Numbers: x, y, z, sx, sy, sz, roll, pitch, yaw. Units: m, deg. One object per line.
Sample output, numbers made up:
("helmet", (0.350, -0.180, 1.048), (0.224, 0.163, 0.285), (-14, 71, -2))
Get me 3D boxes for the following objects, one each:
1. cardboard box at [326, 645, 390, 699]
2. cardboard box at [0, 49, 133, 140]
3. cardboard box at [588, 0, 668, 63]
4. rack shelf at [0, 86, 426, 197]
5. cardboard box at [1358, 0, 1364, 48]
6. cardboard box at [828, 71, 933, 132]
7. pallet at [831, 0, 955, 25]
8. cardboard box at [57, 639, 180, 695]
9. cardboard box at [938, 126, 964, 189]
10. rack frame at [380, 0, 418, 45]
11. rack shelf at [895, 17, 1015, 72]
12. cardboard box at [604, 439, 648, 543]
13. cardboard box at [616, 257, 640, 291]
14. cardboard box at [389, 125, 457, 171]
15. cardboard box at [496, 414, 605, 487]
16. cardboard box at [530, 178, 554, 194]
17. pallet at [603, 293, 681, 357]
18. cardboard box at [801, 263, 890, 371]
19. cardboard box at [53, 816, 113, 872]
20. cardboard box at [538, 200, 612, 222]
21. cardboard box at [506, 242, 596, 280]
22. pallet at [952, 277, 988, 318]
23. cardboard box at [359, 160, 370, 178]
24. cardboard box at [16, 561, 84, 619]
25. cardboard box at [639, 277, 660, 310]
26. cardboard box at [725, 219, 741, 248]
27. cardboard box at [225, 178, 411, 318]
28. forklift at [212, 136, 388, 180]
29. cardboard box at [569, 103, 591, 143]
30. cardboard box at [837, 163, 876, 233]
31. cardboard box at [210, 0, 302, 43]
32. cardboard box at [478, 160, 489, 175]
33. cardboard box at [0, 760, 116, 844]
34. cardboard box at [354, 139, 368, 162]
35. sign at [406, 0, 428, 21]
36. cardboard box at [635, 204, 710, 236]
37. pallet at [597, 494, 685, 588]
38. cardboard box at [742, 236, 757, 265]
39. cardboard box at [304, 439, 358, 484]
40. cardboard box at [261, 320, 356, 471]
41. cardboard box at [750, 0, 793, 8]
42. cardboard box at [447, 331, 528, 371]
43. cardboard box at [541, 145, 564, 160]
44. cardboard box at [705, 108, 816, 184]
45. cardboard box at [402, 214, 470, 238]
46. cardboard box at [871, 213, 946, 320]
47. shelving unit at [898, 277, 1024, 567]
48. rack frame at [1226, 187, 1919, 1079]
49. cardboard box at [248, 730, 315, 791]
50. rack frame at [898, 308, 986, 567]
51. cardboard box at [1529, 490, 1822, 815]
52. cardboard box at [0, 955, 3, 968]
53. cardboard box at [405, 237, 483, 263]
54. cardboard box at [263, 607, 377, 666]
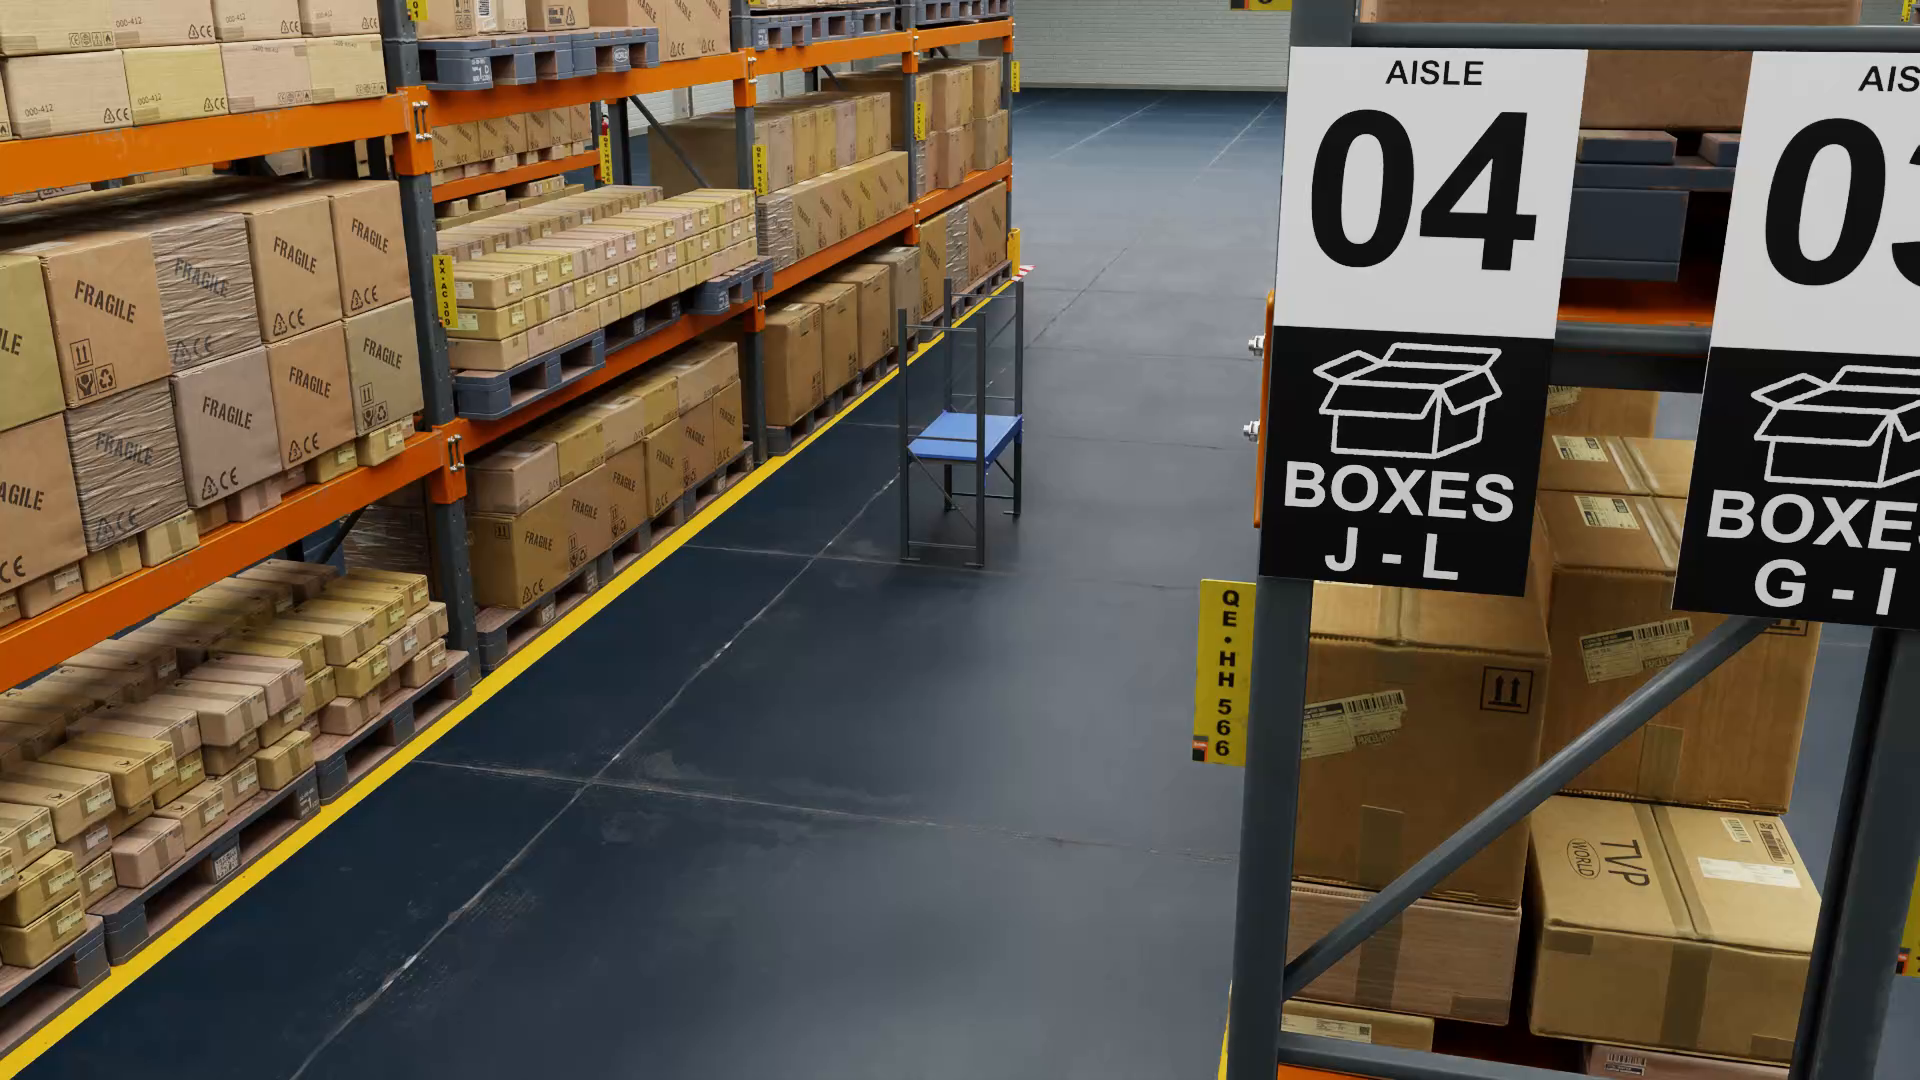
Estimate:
("cardboard box", (-2.716, 0.557, 7.218), (0.380, 0.149, 0.250), (4, 19, 11))
("cardboard box", (-3.082, -1.451, 5.388), (0.500, 0.250, 0.500), (5, 19, 13))
("cardboard box", (-1.996, -2.955, 9.404), (0.500, 0.500, 0.500), (5, 19, 13))
("rack shelf", (-3.334, -1.200, 5.533), (1.077, 0.370, 4.000), (5, 19, 13))
("cardboard box", (1.406, -1.467, 4.241), (0.700, 0.500, 0.500), (6, 20, 16))
("cardboard box", (-0.745, -4.132, 15.742), (0.875, 0.550, 0.550), (5, 19, 13))
("pallet", (-0.680, -4.889, 15.356), (1.003, 0.211, 1.213), (5, 19, 13))
("cardboard box", (-3.452, 0.534, 6.824), (0.380, 0.149, 0.250), (5, 20, 15))
("cardboard box", (-0.453, -3.777, 16.374), (0.875, 0.550, 0.550), (5, 19, 13))
("rack frame", (-2.845, -3.587, 6.767), (1.000, 3.000, 0.127), (5, 19, 13))
("rack shelf", (-0.402, -4.961, 16.545), (1.077, 0.370, 4.000), (5, 19, 13))
("cardboard box", (-2.165, -0.306, 9.660), (0.500, 0.500, 0.500), (5, 19, 14))
("cardboard box", (-1.987, -1.468, 9.122), (0.380, 0.149, 0.250), (4, 19, 12))
("cardboard box", (-5.337, -3.919, 16.405), (0.500, 0.500, 0.500), (5, 19, 13))
("cardboard box", (-2.280, -0.497, 9.058), (0.500, 0.250, 0.500), (5, 20, 15))
("cardboard box", (-4.770, -3.957, 18.573), (0.380, 0.149, 0.250), (5, 19, 14))
("pallet", (-2.312, -1.287, 9.613), (1.003, 0.211, 1.213), (5, 19, 13))
("cardboard box", (-1.194, -1.886, 13.899), (1.050, 0.750, 0.750), (5, 19, 13))
("cardboard box", (-3.209, 1.044, 5.792), (0.380, 0.149, 0.250), (4, 19, 11))
("cardboard box", (-2.361, -1.990, 10.191), (0.380, 0.149, 0.250), (4, 19, 11))
("cardboard box", (-2.112, -1.443, 8.589), (0.380, 0.149, 0.250), (4, 19, 13))
("pallet", (-0.333, -2.552, 17.332), (1.003, 0.211, 1.213), (5, 19, 13))
("cardboard box", (-5.655, -3.430, 15.329), (0.380, 0.149, 0.250), (4, 19, 12))
("cardboard box", (-3.177, 0.135, 5.539), (0.380, 0.149, 0.250), (4, 19, 12))
("cardboard box", (-1.924, -1.404, 9.395), (0.380, 0.149, 0.250), (4, 19, 11))
("cardboard box", (-1.610, -1.948, 10.528), (0.380, 0.149, 0.250), (5, 20, 15))
("cardboard box", (-2.698, -1.241, 7.017), (0.500, 0.500, 0.500), (4, 19, 11))
("forklift", (-4.246, -1.989, 11.477), (1.130, 2.935, 3.031), (5, 19, 14))
("cardboard box", (-4.603, -4.865, 19.175), (0.500, 0.500, 0.500), (4, 19, 12))
("cardboard box", (-1.005, -2.801, 13.594), (0.500, 0.500, 0.500), (5, 19, 14))
("cardboard box", (-2.850, -2.006, 6.239), (0.500, 0.250, 0.500), (4, 19, 11))
("cardboard box", (-5.151, -3.899, 17.351), (0.380, 0.149, 0.250), (5, 19, 13))
("cardboard box", (-3.171, 0.902, 5.747), (0.380, 0.149, 0.250), (5, 20, 16))
("cardboard box", (-5.725, -3.683, 15.066), (0.500, 0.500, 0.500), (5, 19, 14))
("sign", (-2.317, -2.372, 7.050), (0.100, 0.325, 0.005), (5, 19, 13))
("cardboard box", (-1.732, -1.929, 10.012), (0.380, 0.149, 0.250), (5, 20, 15))
("pallet", (-2.360, -0.056, 10.026), (1.003, 0.211, 1.213), (5, 19, 13))
("cardboard box", (-1.542, -1.891, 10.821), (0.380, 0.149, 0.250), (5, 19, 14))
("cardboard box", (-2.768, -0.353, 6.968), (0.380, 0.149, 0.250), (5, 20, 16))
("cardboard box", (-2.817, -0.600, 6.687), (0.500, 0.500, 0.500), (4, 19, 12))
("cardboard box", (-1.477, -3.835, 11.467), (0.500, 0.311, 0.500), (5, 19, 13))
("cardboard box", (-2.303, -0.915, 7.965), (0.380, 0.149, 0.250), (4, 19, 11))
("cardboard box", (-4.693, -4.366, 18.717), (0.380, 0.149, 0.250), (5, 19, 14))
("cardboard box", (-1.503, -2.982, 12.575), (0.700, 0.500, 0.500), (4, 19, 13))
("cardboard box", (-5.309, -3.031, 16.864), (0.500, 0.500, 0.500), (6, 20, 16))
("cardboard box", (-0.669, -2.640, 15.915), (0.875, 0.875, 0.875), (5, 19, 14))
("shelving unit", (0.021, -0.736, 10.023), (0.538, 1.500, 1.048), (5, 19, 13))
("rack frame", (0.963, 0.929, 2.827), (1.000, 3.000, 0.127), (5, 19, 13))
("cardboard box", (-2.863, 0.876, 6.742), (0.380, 0.149, 0.250), (5, 19, 13))
("rack frame", (-0.103, -0.577, 9.557), (0.500, 1.500, 0.032), (5, 19, 13))
("cardboard box", (1.464, 0.218, 3.519), (0.500, 0.500, 0.500), (4, 19, 12))
("cardboard box", (-3.345, 1.350, 5.355), (0.380, 0.149, 0.250), (5, 19, 14))
("cardboard box", (-2.742, -1.498, 8.752), (0.380, 0.149, 0.250), (5, 19, 13))
("cardboard box", (-2.757, 0.415, 7.174), (0.380, 0.149, 0.250), (4, 19, 13))
